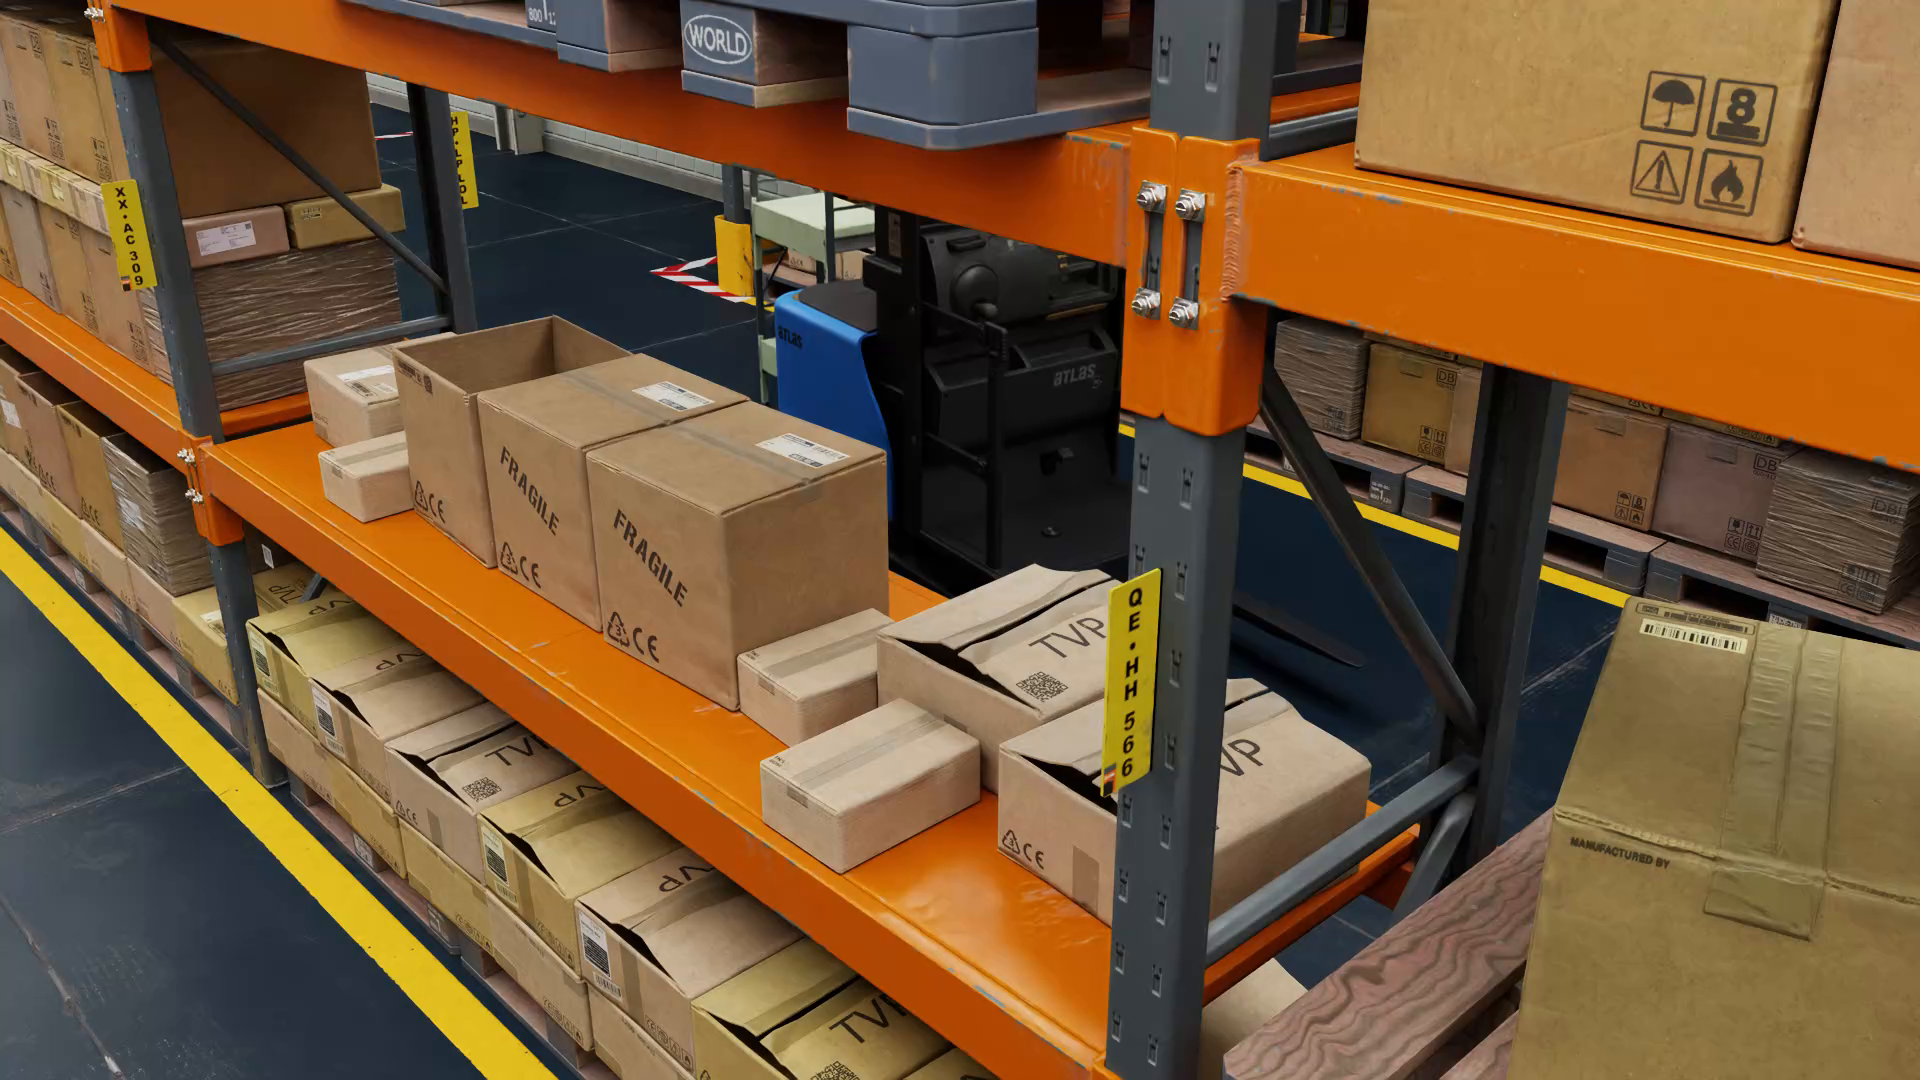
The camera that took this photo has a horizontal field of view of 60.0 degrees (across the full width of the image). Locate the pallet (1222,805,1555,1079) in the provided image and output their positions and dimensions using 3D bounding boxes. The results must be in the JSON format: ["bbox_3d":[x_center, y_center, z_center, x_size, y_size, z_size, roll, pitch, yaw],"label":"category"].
[{"bbox_3d":[1.153,0.842,2.522,1.213,0.211,1.003,-21,32,-38],"label":"pallet"}]

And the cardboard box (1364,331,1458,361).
[{"bbox_3d":[2.337,-1.103,8.131,0.500,0.250,0.500,-22,33,-39],"label":"cardboard box"}]

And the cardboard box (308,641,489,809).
[{"bbox_3d":[-1.657,0.511,5.148,0.500,0.311,0.500,-22,32,-39],"label":"cardboard box"}]

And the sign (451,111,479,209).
[{"bbox_3d":[-1.706,-1.291,5.665,0.100,0.325,0.005,-21,32,-38],"label":"sign"}]

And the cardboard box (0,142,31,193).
[{"bbox_3d":[-3.488,-1.470,6.456,0.380,0.149,0.250,-20,31,-37],"label":"cardboard box"}]

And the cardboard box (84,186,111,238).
[{"bbox_3d":[-2.786,-1.159,5.775,0.380,0.149,0.250,-22,33,-40],"label":"cardboard box"}]

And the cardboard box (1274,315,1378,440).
[{"bbox_3d":[2.033,-0.894,8.577,0.700,0.500,0.500,-20,31,-37],"label":"cardboard box"}]

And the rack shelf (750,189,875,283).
[{"bbox_3d":[-0.670,-1.472,8.229,0.431,0.370,0.720,-16,29,-32],"label":"rack shelf"}]

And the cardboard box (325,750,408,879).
[{"bbox_3d":[-1.652,0.765,5.267,0.500,0.250,0.500,-20,31,-37],"label":"cardboard box"}]

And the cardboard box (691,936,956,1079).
[{"bbox_3d":[-0.259,1.129,3.792,0.500,0.311,0.500,-22,32,-39],"label":"cardboard box"}]

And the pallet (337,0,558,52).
[{"bbox_3d":[-0.657,-1.228,3.442,1.003,0.211,1.213,-19,31,-36],"label":"pallet"}]

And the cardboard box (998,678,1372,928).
[{"bbox_3d":[0.422,0.487,3.176,0.500,0.311,0.500,-19,31,-35],"label":"cardboard box"}]

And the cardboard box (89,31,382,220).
[{"bbox_3d":[-2.403,-1.411,5.546,0.700,0.500,0.500,-21,32,-38],"label":"cardboard box"}]

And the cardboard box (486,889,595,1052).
[{"bbox_3d":[-0.949,1.075,4.586,0.500,0.250,0.500,-20,32,-38],"label":"cardboard box"}]

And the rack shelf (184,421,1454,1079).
[{"bbox_3d":[-0.728,0.290,4.367,1.077,0.370,4.000,-21,32,-38],"label":"rack shelf"}]

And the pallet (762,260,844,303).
[{"bbox_3d":[-0.635,-1.713,11.252,1.003,0.211,1.213,-21,32,-38],"label":"pallet"}]

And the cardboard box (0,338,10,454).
[{"bbox_3d":[-4.282,-0.760,7.704,0.500,0.500,0.500,-21,32,-38],"label":"cardboard box"}]

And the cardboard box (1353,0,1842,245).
[{"bbox_3d":[0.961,-0.719,1.977,0.910,0.500,0.500,-21,32,-38],"label":"cardboard box"}]

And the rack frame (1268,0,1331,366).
[{"bbox_3d":[1.518,-2.049,8.628,1.000,3.000,0.127,-21,32,-38],"label":"rack frame"}]

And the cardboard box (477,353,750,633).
[{"bbox_3d":[-0.880,-0.140,4.322,0.500,0.500,0.500,-21,32,-38],"label":"cardboard box"}]

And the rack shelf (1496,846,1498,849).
[{"bbox_3d":[2.006,1.502,1.710,1.077,0.370,4.000,-21,32,-38],"label":"rack shelf"}]

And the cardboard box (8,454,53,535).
[{"bbox_3d":[-3.939,-0.267,7.529,0.500,0.250,0.500,-21,32,-38],"label":"cardboard box"}]

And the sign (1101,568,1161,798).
[{"bbox_3d":[0.236,0.201,2.301,0.100,0.325,0.005,-21,32,-38],"label":"sign"}]

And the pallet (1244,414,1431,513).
[{"bbox_3d":[2.051,-0.545,8.691,1.003,0.211,1.213,-21,32,-38],"label":"pallet"}]

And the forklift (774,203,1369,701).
[{"bbox_3d":[0.386,-1.106,6.642,1.130,2.935,3.031,-16,29,-32],"label":"forklift"}]

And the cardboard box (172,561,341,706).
[{"bbox_3d":[-2.572,0.338,6.201,0.500,0.250,0.500,-21,32,-38],"label":"cardboard box"}]

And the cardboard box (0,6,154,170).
[{"bbox_3d":[-3.091,-1.716,6.214,0.700,0.500,0.500,-21,32,-38],"label":"cardboard box"}]

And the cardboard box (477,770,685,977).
[{"bbox_3d":[-0.943,0.823,4.463,0.500,0.311,0.500,-20,31,-37],"label":"cardboard box"}]

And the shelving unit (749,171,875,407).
[{"bbox_3d":[-0.670,-1.117,8.391,0.431,1.500,0.755,-16,29,-32],"label":"shelving unit"}]

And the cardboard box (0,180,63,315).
[{"bbox_3d":[-3.460,-1.287,6.837,0.700,0.500,0.500,-20,31,-37],"label":"cardboard box"}]

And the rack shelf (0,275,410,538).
[{"bbox_3d":[-3.462,-0.922,7.023,1.077,0.370,4.000,-21,32,-38],"label":"rack shelf"}]

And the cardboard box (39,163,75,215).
[{"bbox_3d":[-3.132,-1.314,6.114,0.380,0.149,0.250,-21,32,-39],"label":"cardboard box"}]

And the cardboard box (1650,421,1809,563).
[{"bbox_3d":[3.455,-0.293,7.260,0.700,0.500,0.500,-21,32,-39],"label":"cardboard box"}]

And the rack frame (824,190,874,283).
[{"bbox_3d":[-0.459,-0.992,8.118,0.400,1.500,0.023,-16,29,-32],"label":"rack frame"}]

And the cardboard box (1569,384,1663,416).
[{"bbox_3d":[3.023,-0.790,7.445,0.500,0.250,0.500,-21,32,-39],"label":"cardboard box"}]

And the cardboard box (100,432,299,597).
[{"bbox_3d":[-2.905,-0.158,6.385,0.500,0.500,0.500,-21,32,-38],"label":"cardboard box"}]

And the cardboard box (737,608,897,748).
[{"bbox_3d":[-0.274,0.313,3.753,0.380,0.149,0.250,-18,30,-35],"label":"cardboard box"}]

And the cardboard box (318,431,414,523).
[{"bbox_3d":[-1.639,-0.202,4.882,0.380,0.149,0.250,-21,32,-38],"label":"cardboard box"}]

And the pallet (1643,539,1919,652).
[{"bbox_3d":[3.719,0.194,7.071,1.003,0.211,1.213,-21,32,-38],"label":"pallet"}]

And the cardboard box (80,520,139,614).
[{"bbox_3d":[-3.259,0.037,6.862,0.500,0.250,0.500,-21,32,-38],"label":"cardboard box"}]

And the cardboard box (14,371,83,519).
[{"bbox_3d":[-3.602,-0.455,7.037,0.500,0.500,0.500,-21,32,-38],"label":"cardboard box"}]

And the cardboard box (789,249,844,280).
[{"bbox_3d":[-0.809,-2.003,11.236,0.500,0.311,0.500,19,31,36],"label":"cardboard box"}]

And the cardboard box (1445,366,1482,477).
[{"bbox_3d":[2.742,-0.586,7.901,0.700,0.500,0.500,-21,32,-38],"label":"cardboard box"}]

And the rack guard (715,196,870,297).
[{"bbox_3d":[-1.164,-2.101,11.753,1.175,0.500,0.348,-21,32,-38],"label":"rack guard"}]

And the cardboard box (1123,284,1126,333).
[{"bbox_3d":[0.779,-1.415,9.720,0.500,0.500,0.500,21,32,38],"label":"cardboard box"}]

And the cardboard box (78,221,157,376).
[{"bbox_3d":[-2.769,-0.979,6.162,0.700,0.500,0.500,-22,32,-39],"label":"cardboard box"}]

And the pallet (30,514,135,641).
[{"bbox_3d":[-3.447,0.003,7.489,1.003,0.211,1.213,-21,32,-38],"label":"pallet"}]

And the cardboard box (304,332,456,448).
[{"bbox_3d":[-1.727,-0.438,5.277,0.500,0.250,0.500,-19,31,-35],"label":"cardboard box"}]

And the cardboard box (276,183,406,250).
[{"bbox_3d":[-2.138,-1.120,5.689,0.380,0.149,0.250,-21,32,-39],"label":"cardboard box"}]

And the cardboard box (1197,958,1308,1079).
[{"bbox_3d":[0.495,1.132,3.787,0.500,0.311,0.500,-20,31,-37],"label":"cardboard box"}]

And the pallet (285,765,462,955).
[{"bbox_3d":[-1.563,0.838,5.659,1.003,0.211,1.213,-21,32,-38],"label":"pallet"}]

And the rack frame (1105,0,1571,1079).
[{"bbox_3d":[0.641,0.568,2.891,0.949,2.616,0.053,-21,32,-38],"label":"rack frame"}]
